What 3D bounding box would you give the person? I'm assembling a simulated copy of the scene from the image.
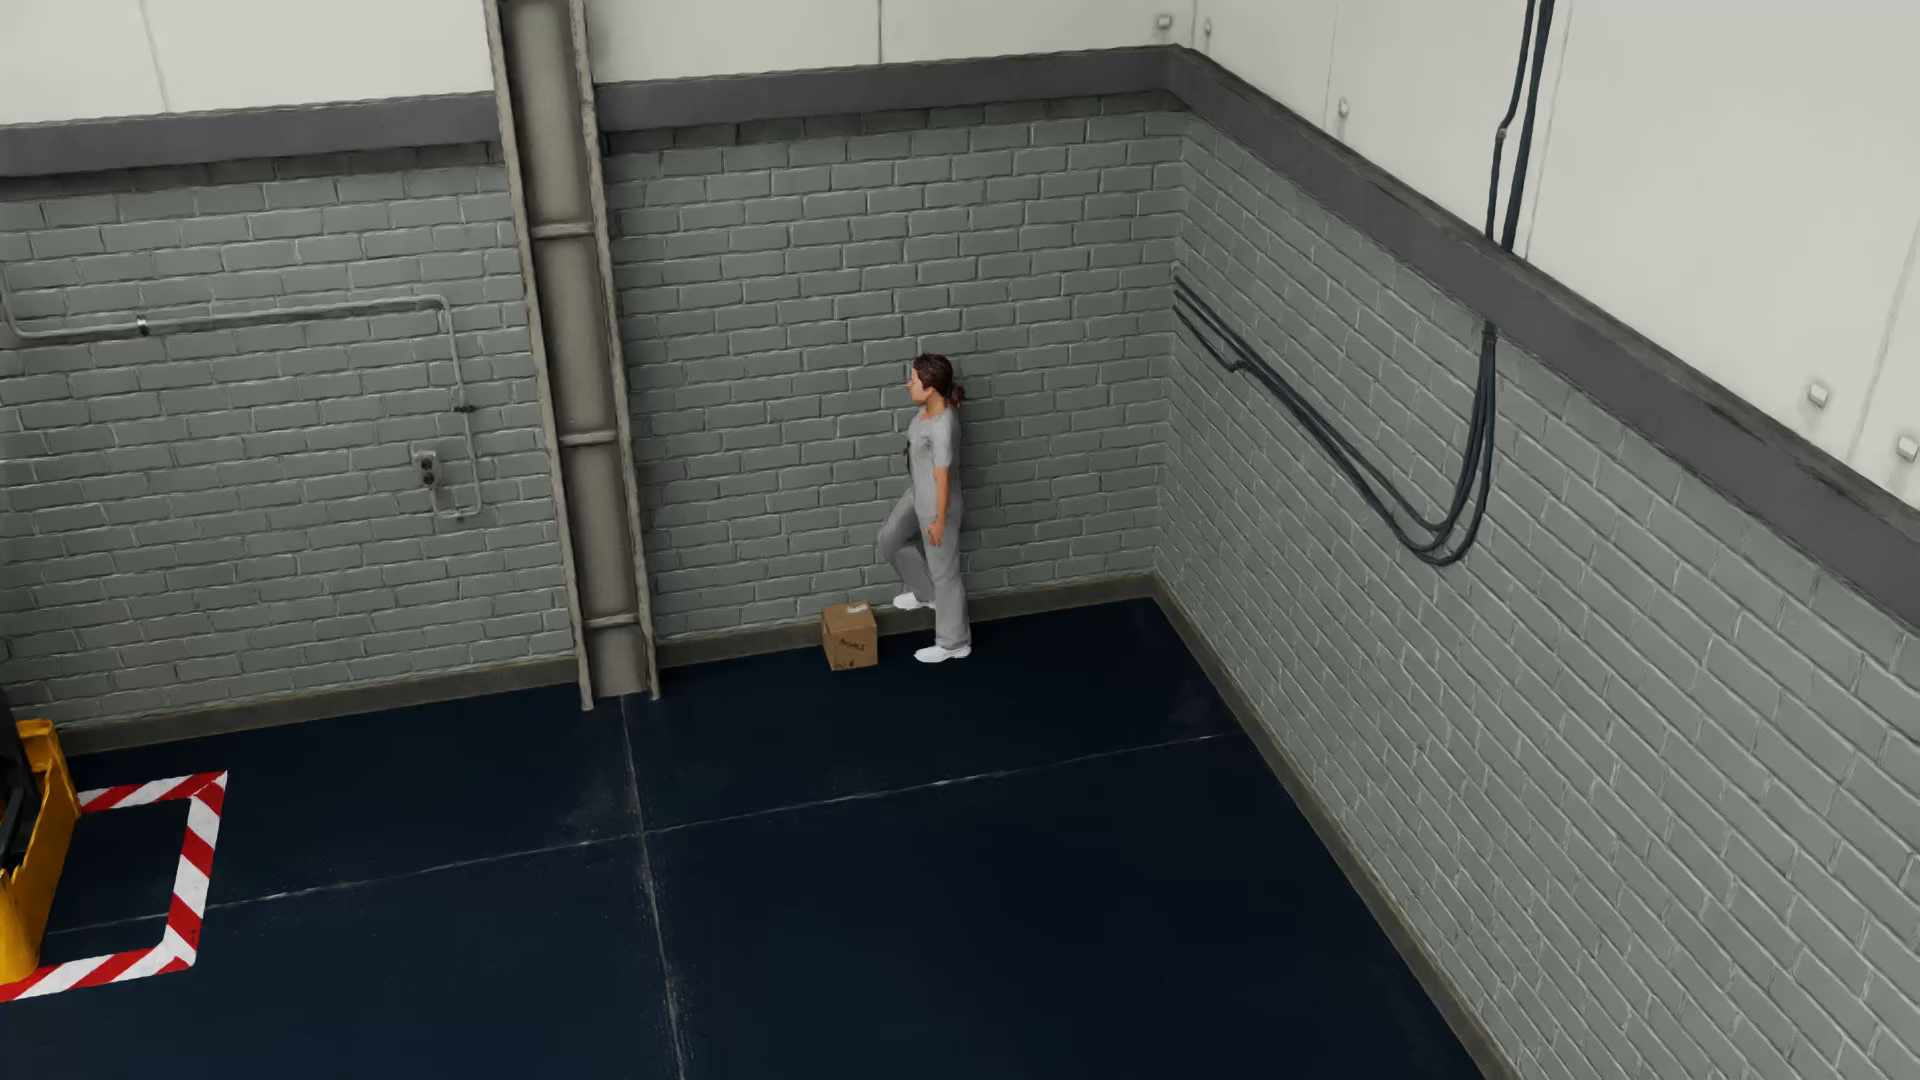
[{"bbox_3d":[-0.188,-0.178,8.522,0.480,1.679,0.462,-2,30,-4],"label":"person"}]
